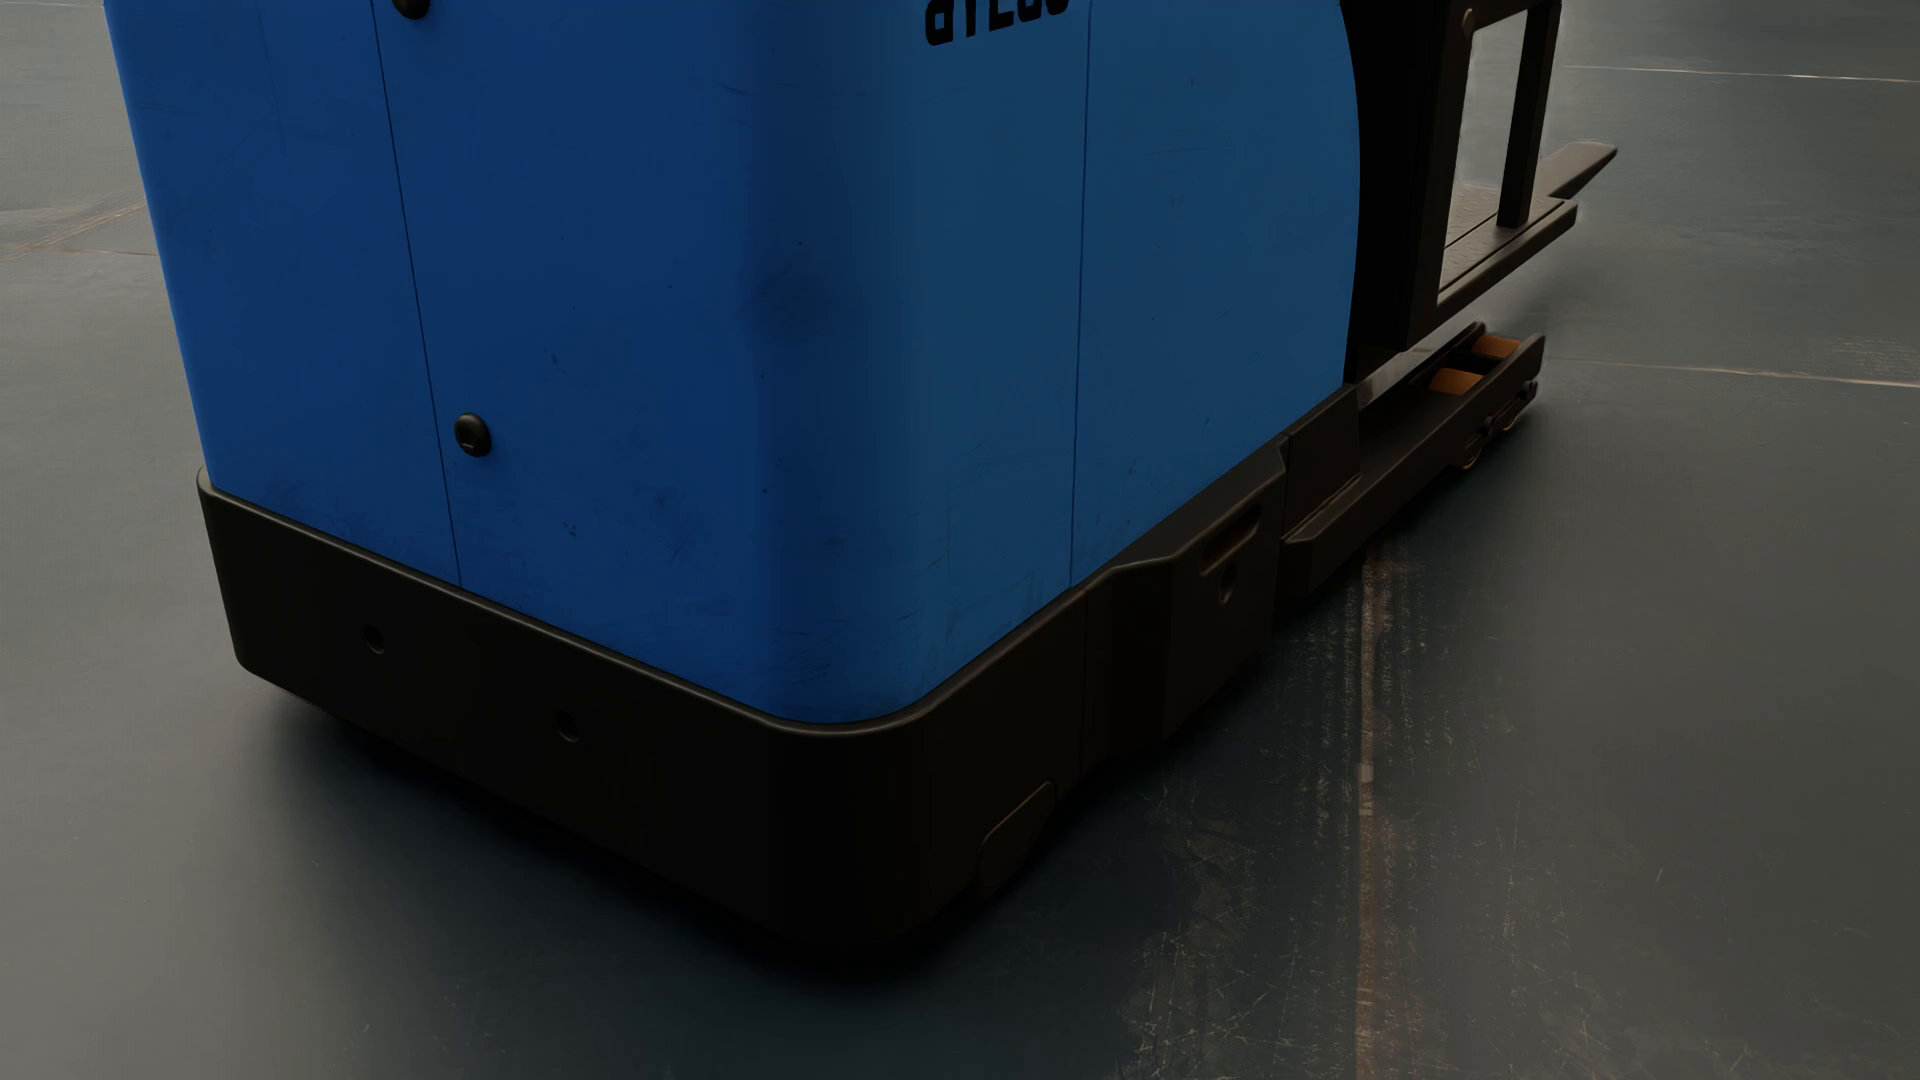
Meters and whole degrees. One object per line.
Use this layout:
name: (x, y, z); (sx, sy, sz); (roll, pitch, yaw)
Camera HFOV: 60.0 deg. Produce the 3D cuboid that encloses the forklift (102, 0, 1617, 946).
forklift: (0.349, -1.534, 2.287); (1.130, 2.935, 3.031); (17, 32, 31)
